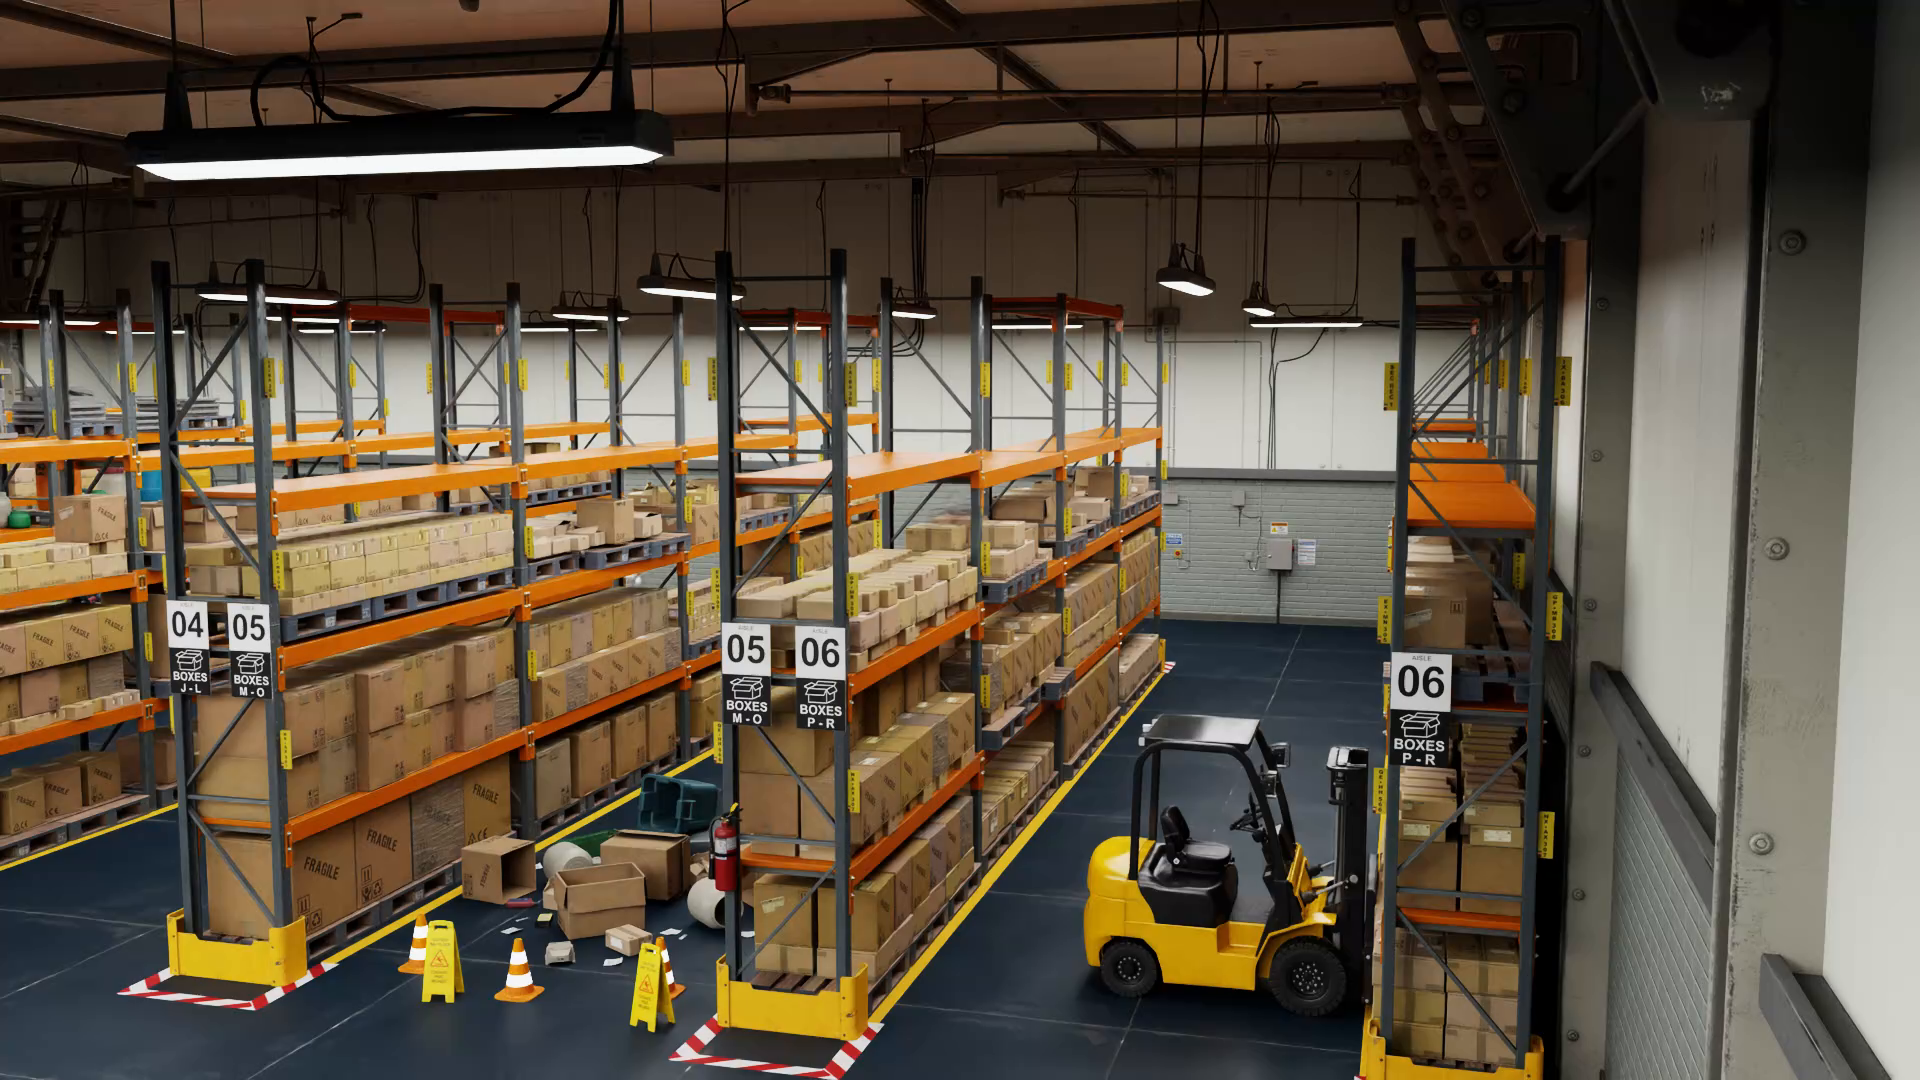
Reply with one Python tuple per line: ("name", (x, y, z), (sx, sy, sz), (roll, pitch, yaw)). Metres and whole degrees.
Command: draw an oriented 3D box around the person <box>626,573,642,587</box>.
("person", (-6.819, 0.752, 33.312), (0.547, 1.716, 1.021), (4, 7, 34))
